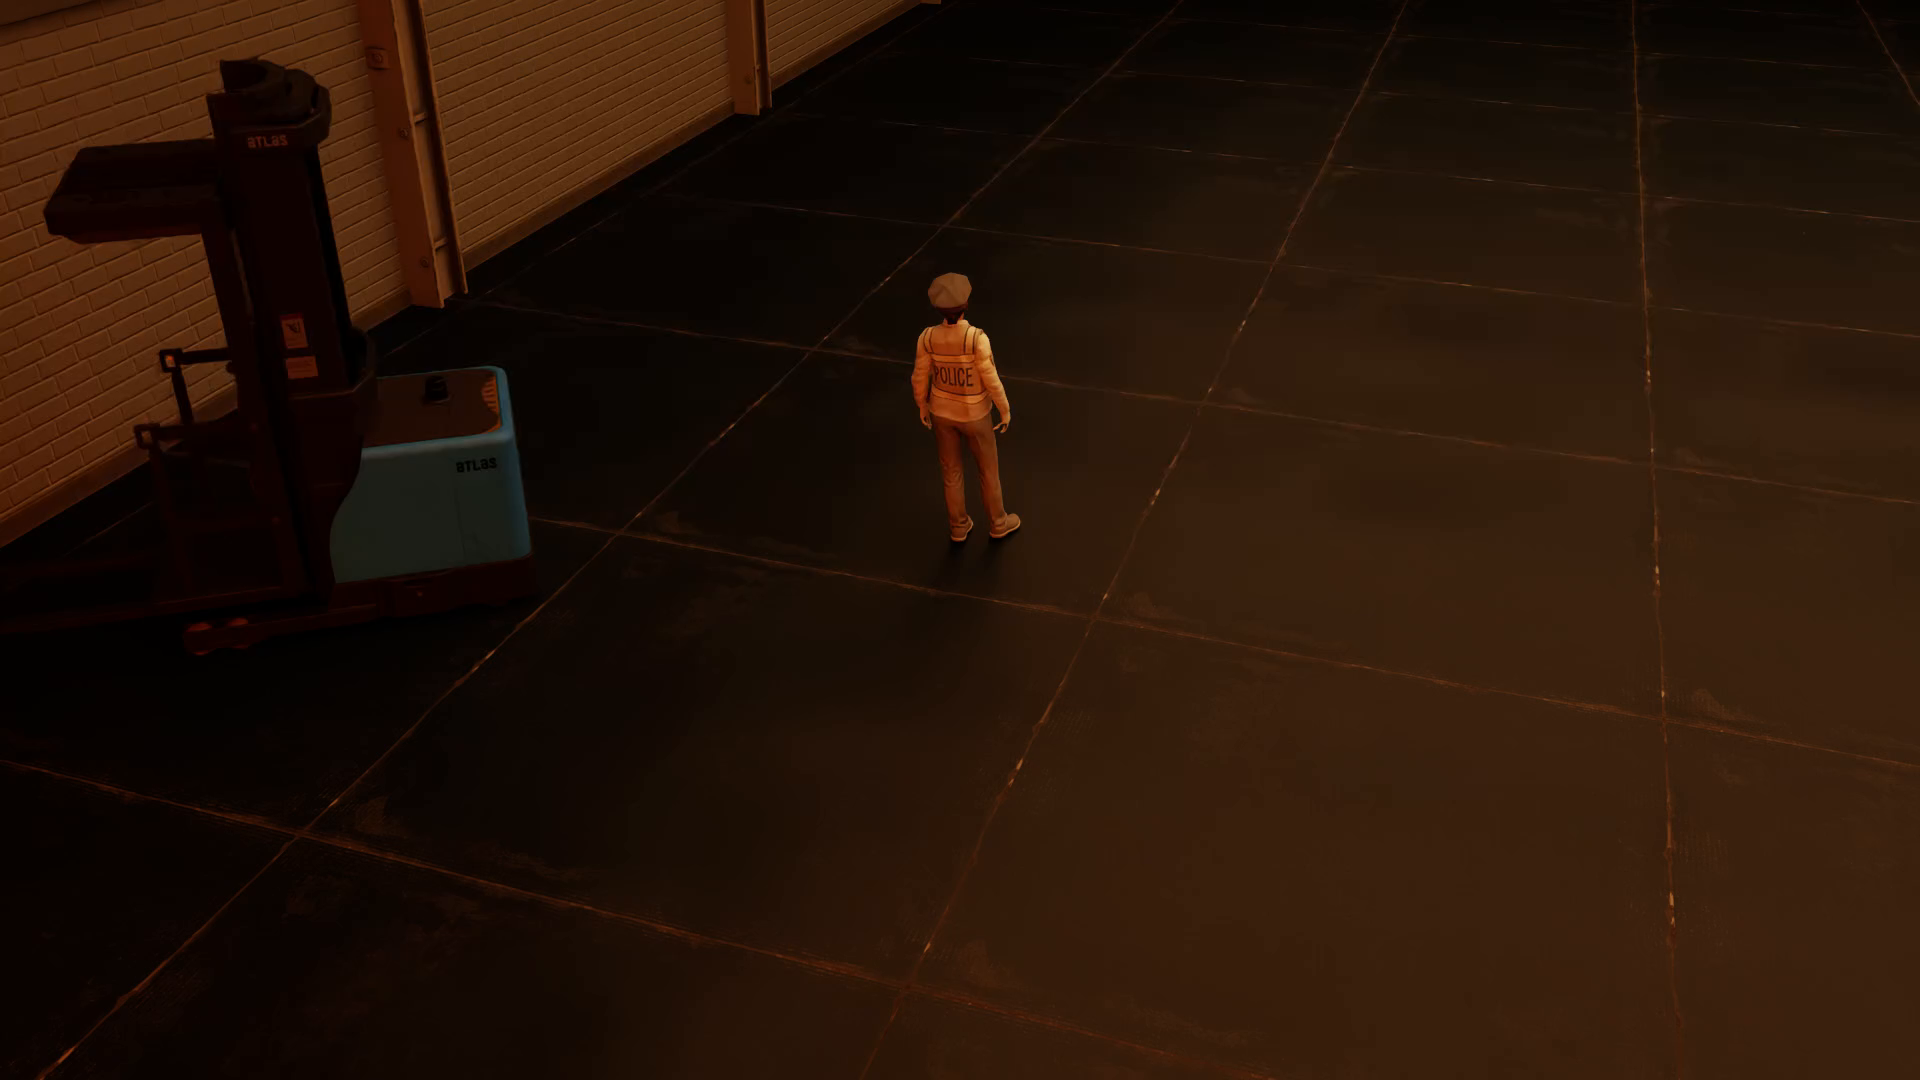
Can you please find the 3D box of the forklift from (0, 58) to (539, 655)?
[{"bbox_3d":[-3.974,-0.944,8.793,3.031,2.935,1.130,-8,31,-14],"label":"forklift"}]

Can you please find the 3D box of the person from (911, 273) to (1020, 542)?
[{"bbox_3d":[0.029,-0.773,9.727,0.586,1.694,0.530,10,31,16],"label":"person"}]
